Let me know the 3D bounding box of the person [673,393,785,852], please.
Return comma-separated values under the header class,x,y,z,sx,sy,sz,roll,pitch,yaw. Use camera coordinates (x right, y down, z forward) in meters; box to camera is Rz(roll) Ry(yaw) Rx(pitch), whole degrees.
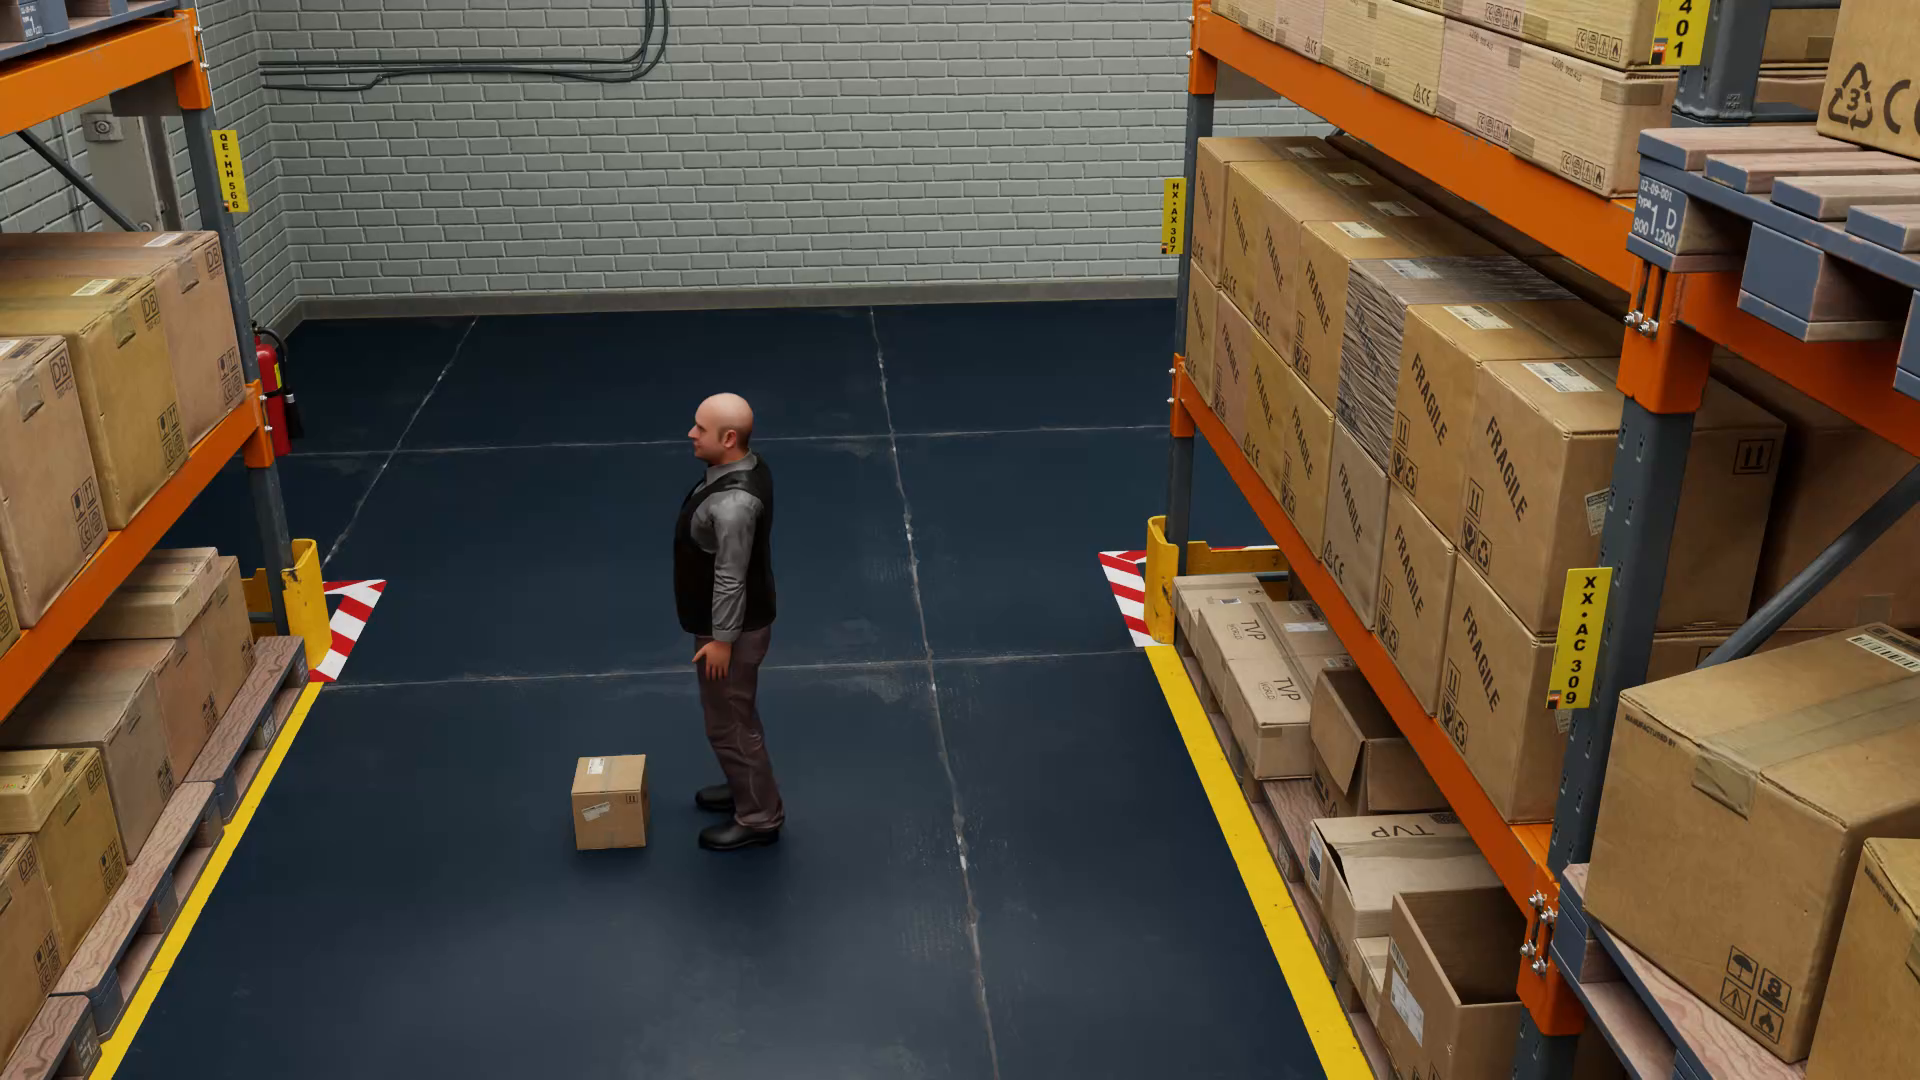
class,x,y,z,sx,sy,sz,roll,pitch,yaw
person,-0.831,0.296,5.958,0.361,1.715,0.531,-2,24,-4
